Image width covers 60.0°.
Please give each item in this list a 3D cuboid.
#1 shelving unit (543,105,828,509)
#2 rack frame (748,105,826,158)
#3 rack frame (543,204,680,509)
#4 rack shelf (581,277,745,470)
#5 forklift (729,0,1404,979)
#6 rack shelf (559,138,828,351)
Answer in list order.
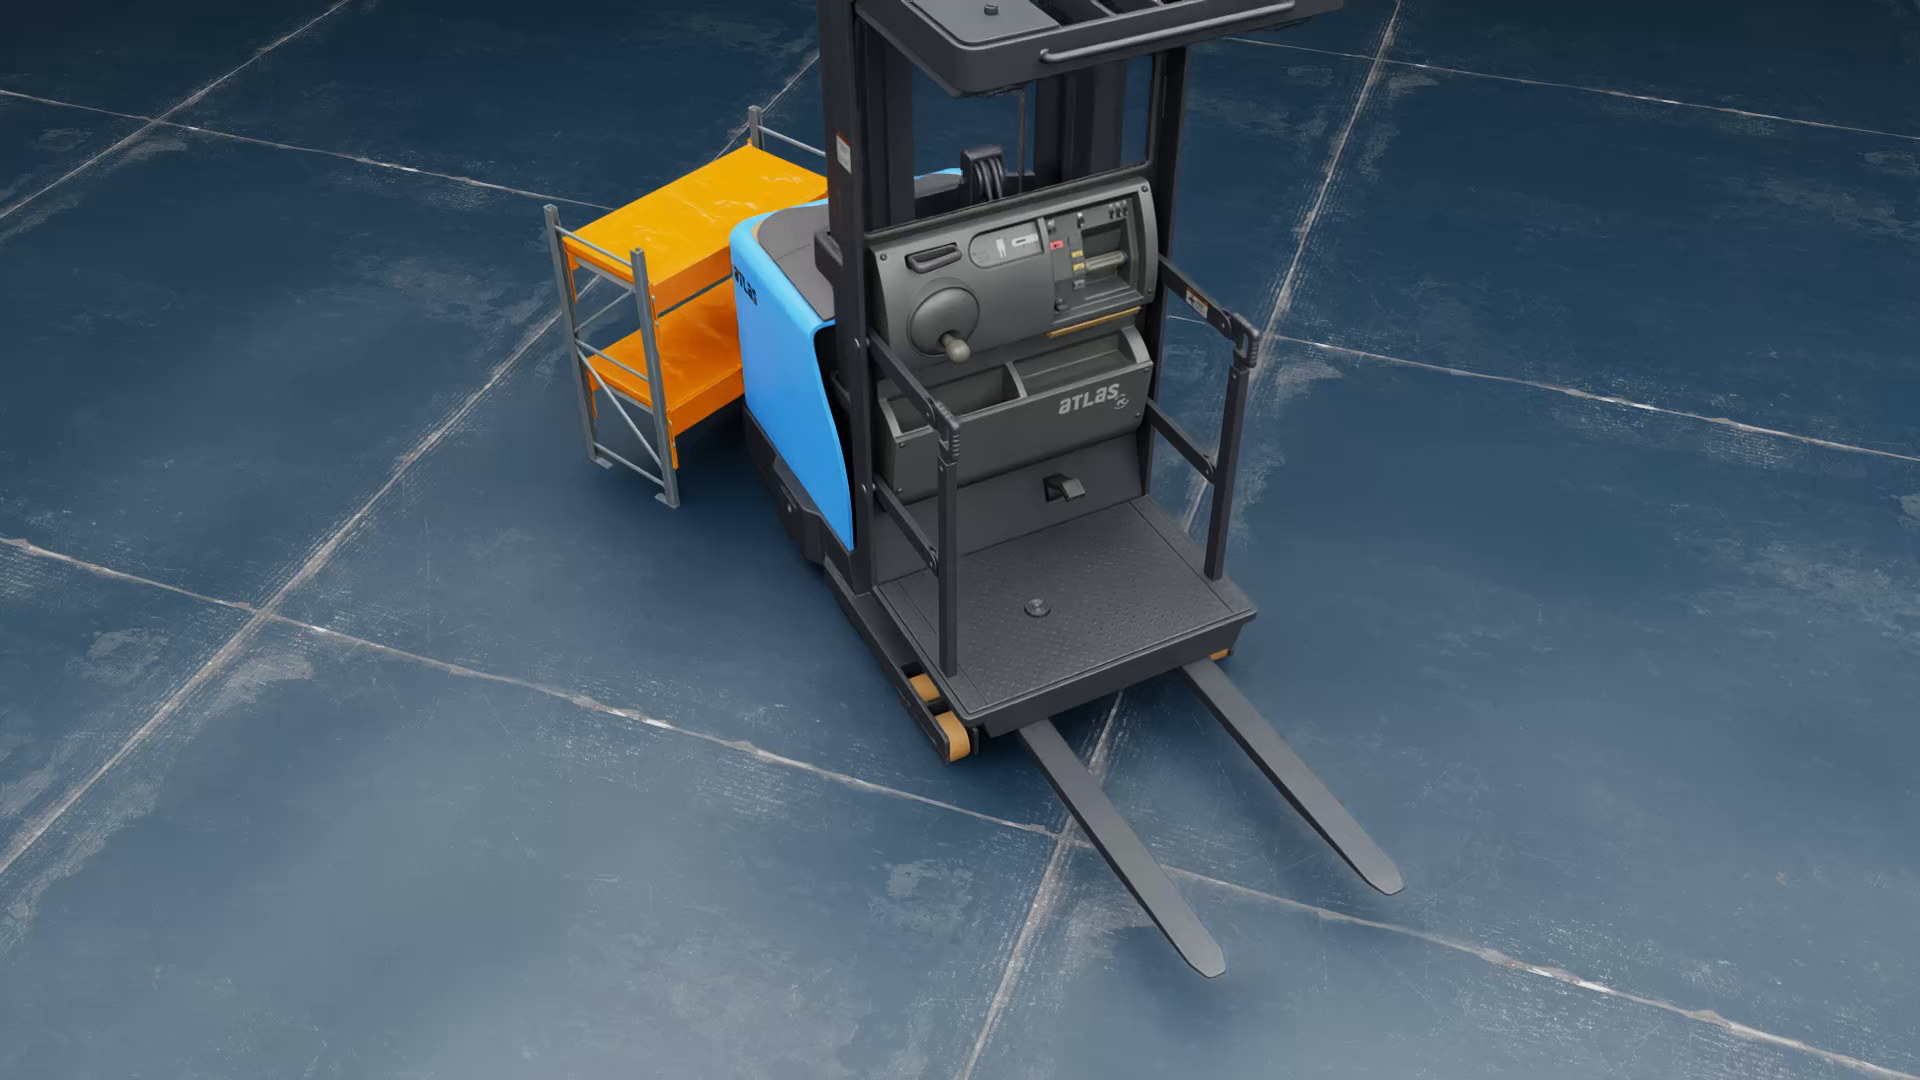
[{"bbox_3d":[-0.954,-0.912,6.452,0.538,1.125,1.048,28,48,29],"label":"shelving unit"},{"bbox_3d":[-0.628,-1.165,6.749,0.500,1.125,0.032,28,48,29],"label":"rack frame"},{"bbox_3d":[-1.279,-0.659,6.155,0.500,1.125,0.032,28,48,29],"label":"rack frame"},{"bbox_3d":[-0.954,-0.726,6.611,0.538,0.278,1.000,28,48,29],"label":"rack shelf"},{"bbox_3d":[0.282,-0.728,4.845,1.130,2.935,3.031,-18,44,-20],"label":"forklift"},{"bbox_3d":[-0.954,-1.135,6.262,0.538,0.278,1.000,28,48,29],"label":"rack shelf"}]
